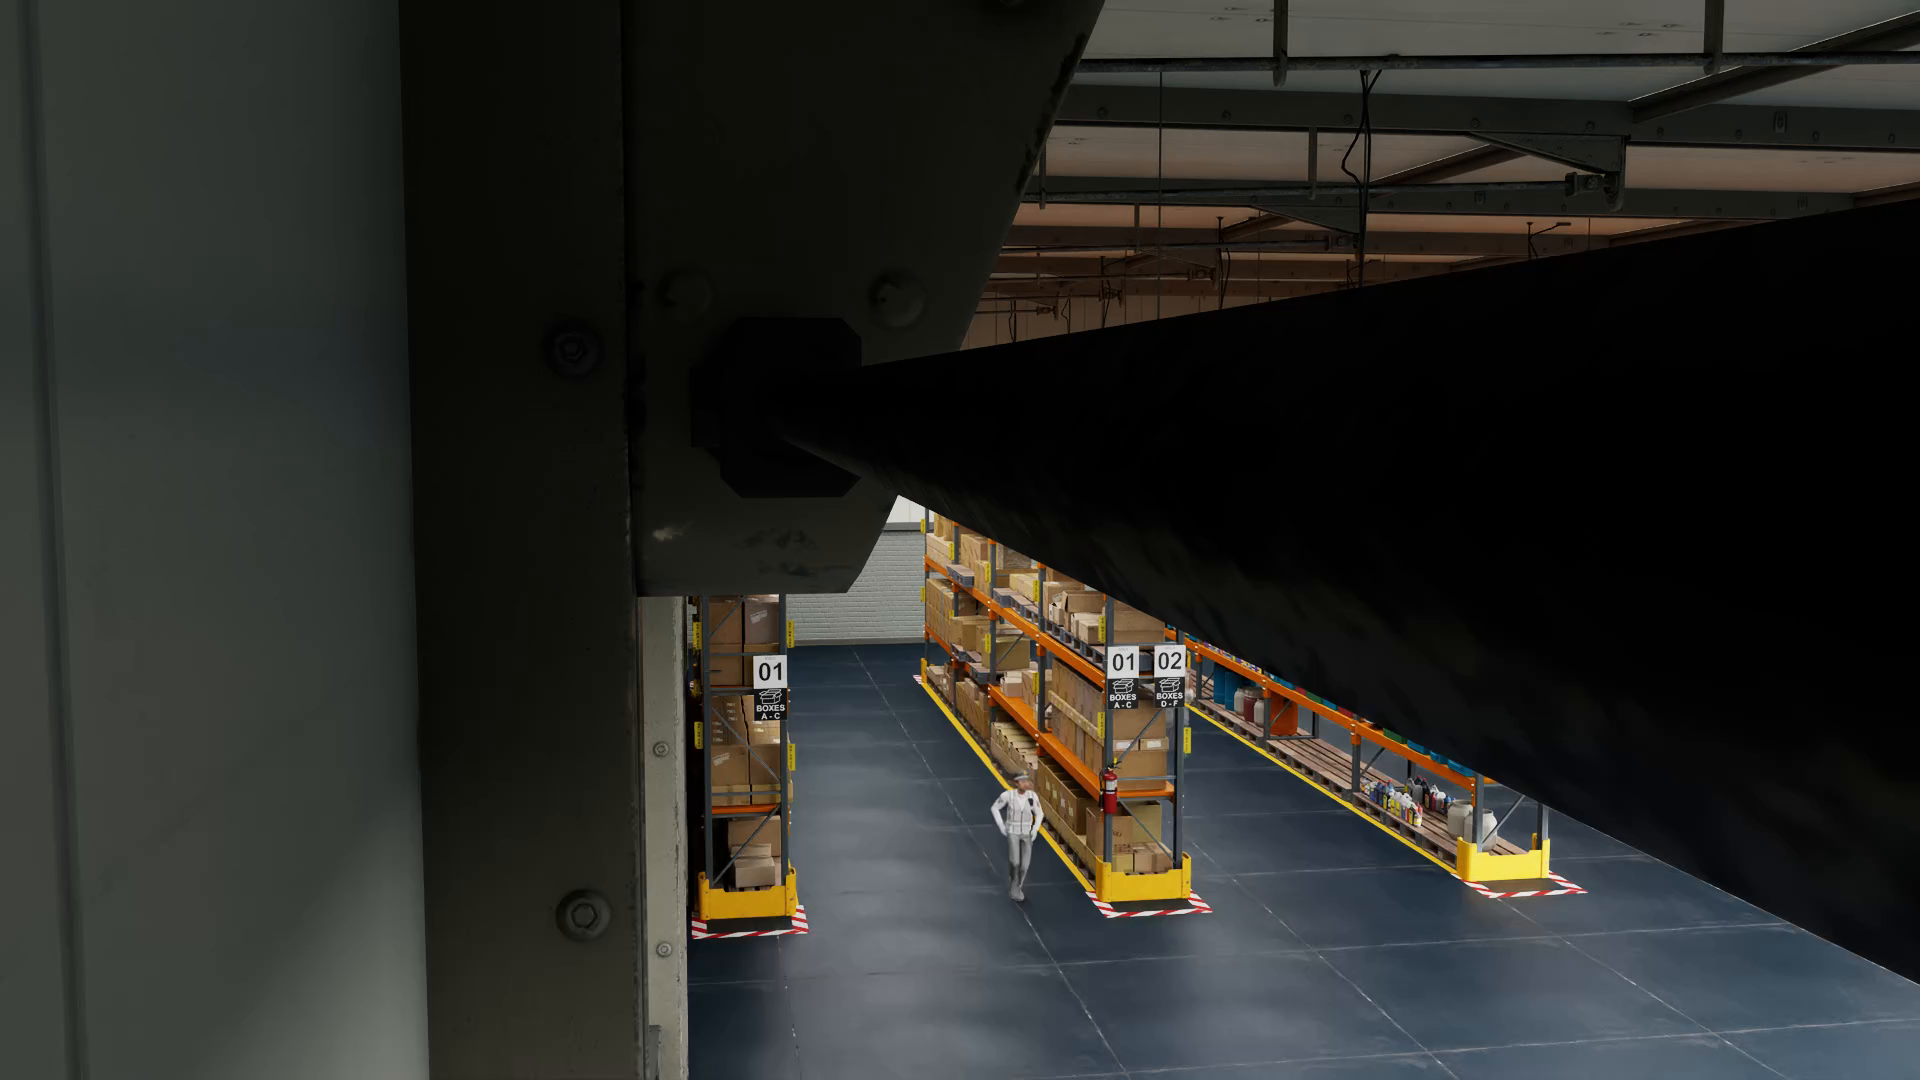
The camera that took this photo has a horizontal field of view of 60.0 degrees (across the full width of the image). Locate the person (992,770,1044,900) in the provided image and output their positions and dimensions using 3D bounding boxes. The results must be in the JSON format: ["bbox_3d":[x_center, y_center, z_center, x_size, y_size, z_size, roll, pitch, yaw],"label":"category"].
[{"bbox_3d":[0.744,3.679,20.722,0.637,1.653,0.566,-1,5,-10],"label":"person"}]

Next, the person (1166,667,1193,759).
[{"bbox_3d":[3.779,2.889,29.120,0.703,1.857,0.786,-1,5,-14],"label":"person"}]
